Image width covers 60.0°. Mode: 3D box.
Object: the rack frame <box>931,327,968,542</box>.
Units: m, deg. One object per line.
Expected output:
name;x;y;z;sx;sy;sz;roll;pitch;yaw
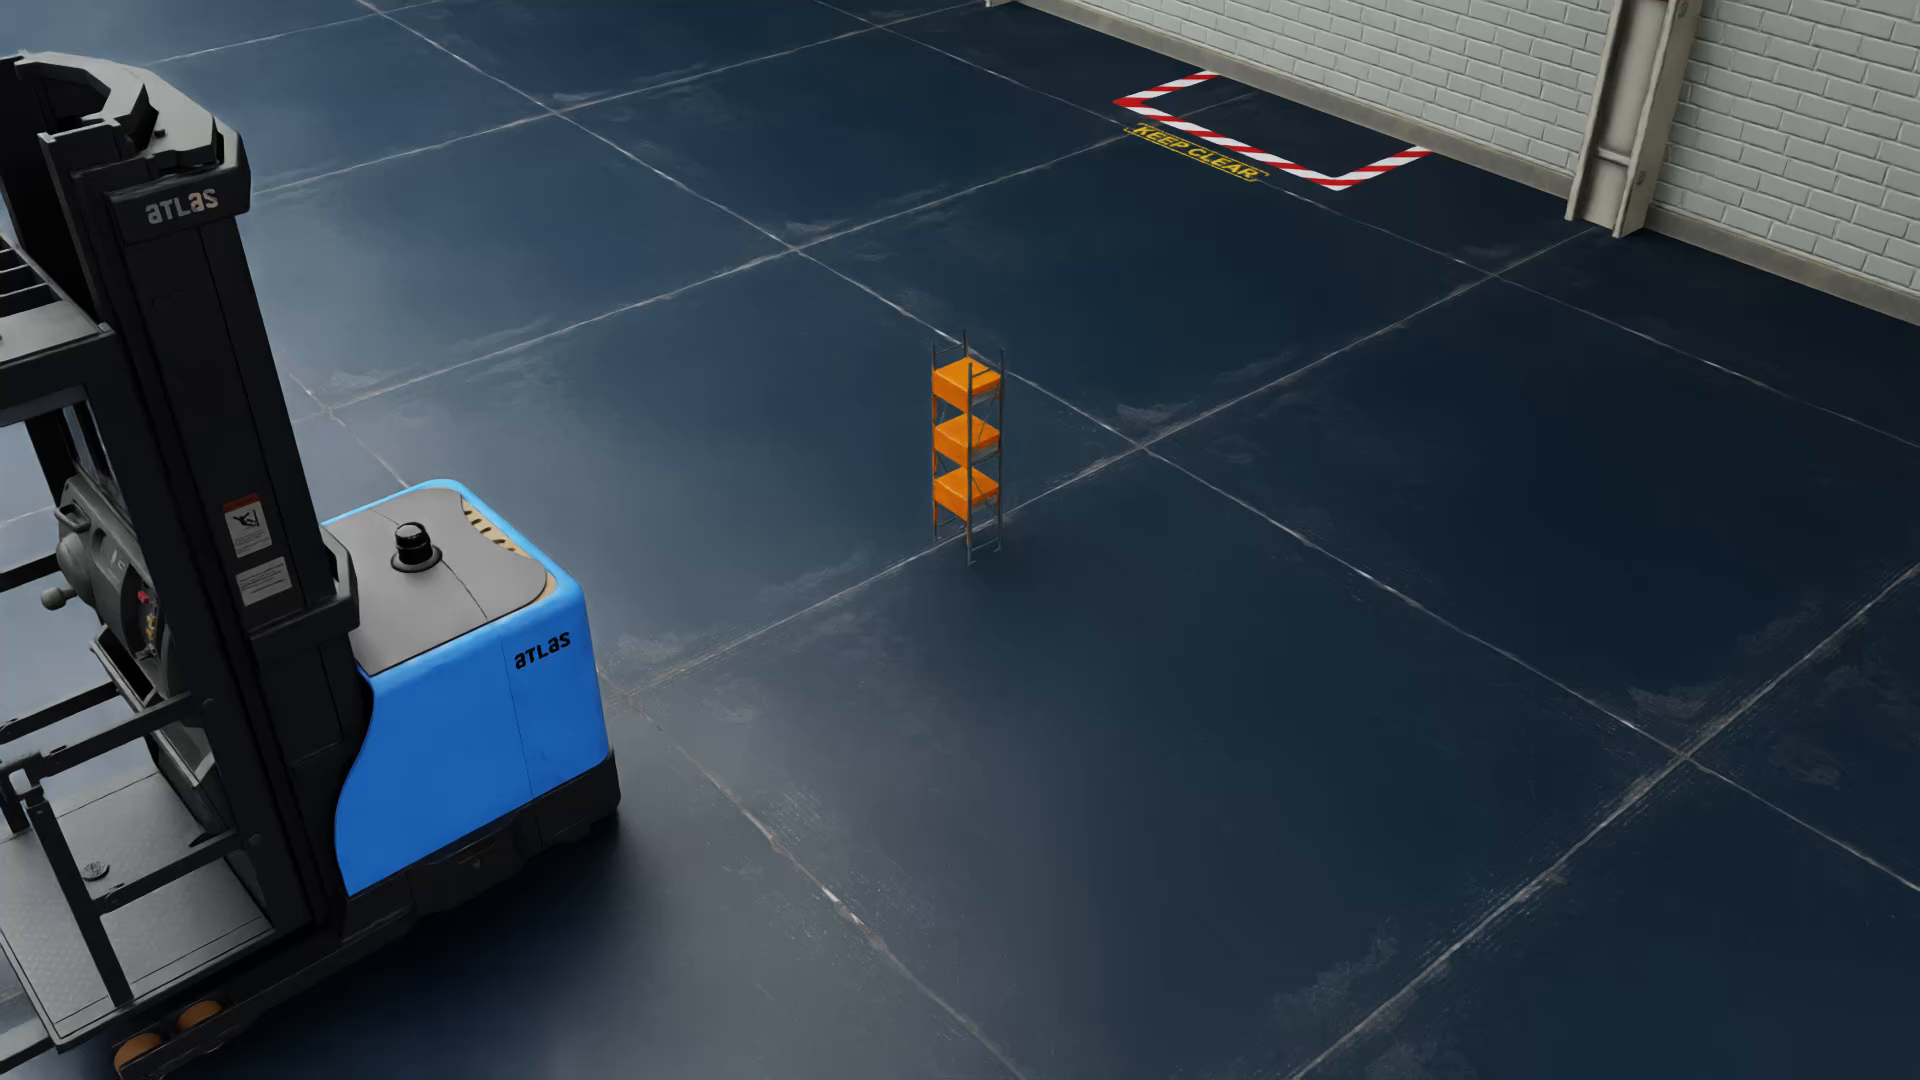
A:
rack frame;-0.044;-0.459;7.489;0.200;1.050;0.008;-26;43;-32

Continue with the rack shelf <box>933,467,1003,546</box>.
rack shelf;0.035;-0.169;7.580;0.215;0.259;0.240;-26;43;-32

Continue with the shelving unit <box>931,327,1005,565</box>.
shelving unit;0.035;-0.405;7.413;0.215;1.050;0.252;-26;43;-32

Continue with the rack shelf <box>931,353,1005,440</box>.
rack shelf;0.035;-0.628;7.255;0.215;0.259;0.240;-26;43;-32

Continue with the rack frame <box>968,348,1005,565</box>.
rack frame;0.113;-0.351;7.337;0.200;1.050;0.008;-26;43;-32

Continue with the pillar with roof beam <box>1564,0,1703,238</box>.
pillar with roof beam;0.828;-4.098;5.750;9.100;9.000;0.400;-26;43;-32

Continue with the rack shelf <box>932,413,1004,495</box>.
rack shelf;0.035;-0.396;7.419;0.215;0.259;0.240;-26;43;-32

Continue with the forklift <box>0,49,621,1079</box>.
forklift;-2.712;0.199;4.933;3.031;2.935;1.130;-27;43;-33
